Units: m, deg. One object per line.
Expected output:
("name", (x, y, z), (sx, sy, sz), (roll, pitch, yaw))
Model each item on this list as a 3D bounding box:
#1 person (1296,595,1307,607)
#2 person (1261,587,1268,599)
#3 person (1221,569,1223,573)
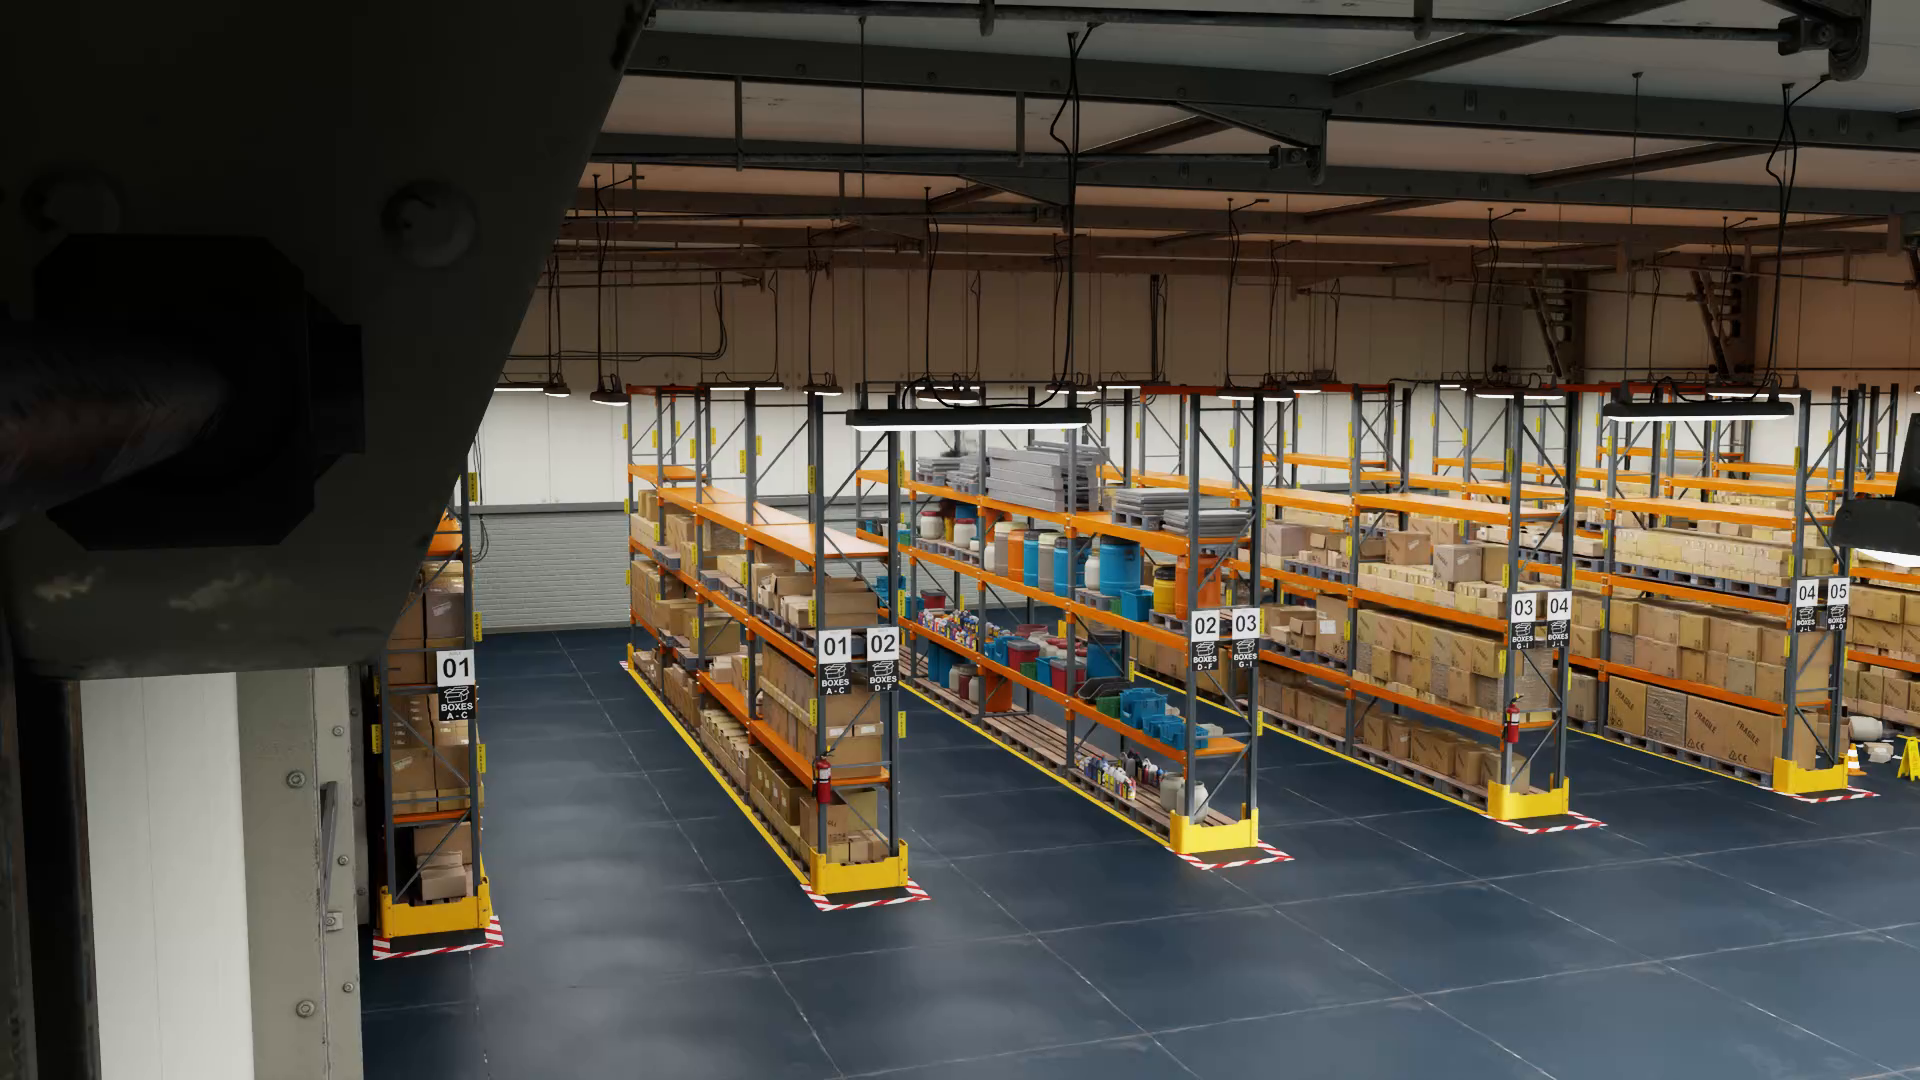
("person", (8.484, 1.287, 41.129), (0.668, 1.593, 0.553), (-6, 8, -44))
("person", (7.348, 1.238, 41.146), (0.681, 1.710, 0.666), (-2, 6, -19))
("person", (5.991, 1.479, 39.344), (0.657, 1.643, 0.820), (0, 6, -2))
